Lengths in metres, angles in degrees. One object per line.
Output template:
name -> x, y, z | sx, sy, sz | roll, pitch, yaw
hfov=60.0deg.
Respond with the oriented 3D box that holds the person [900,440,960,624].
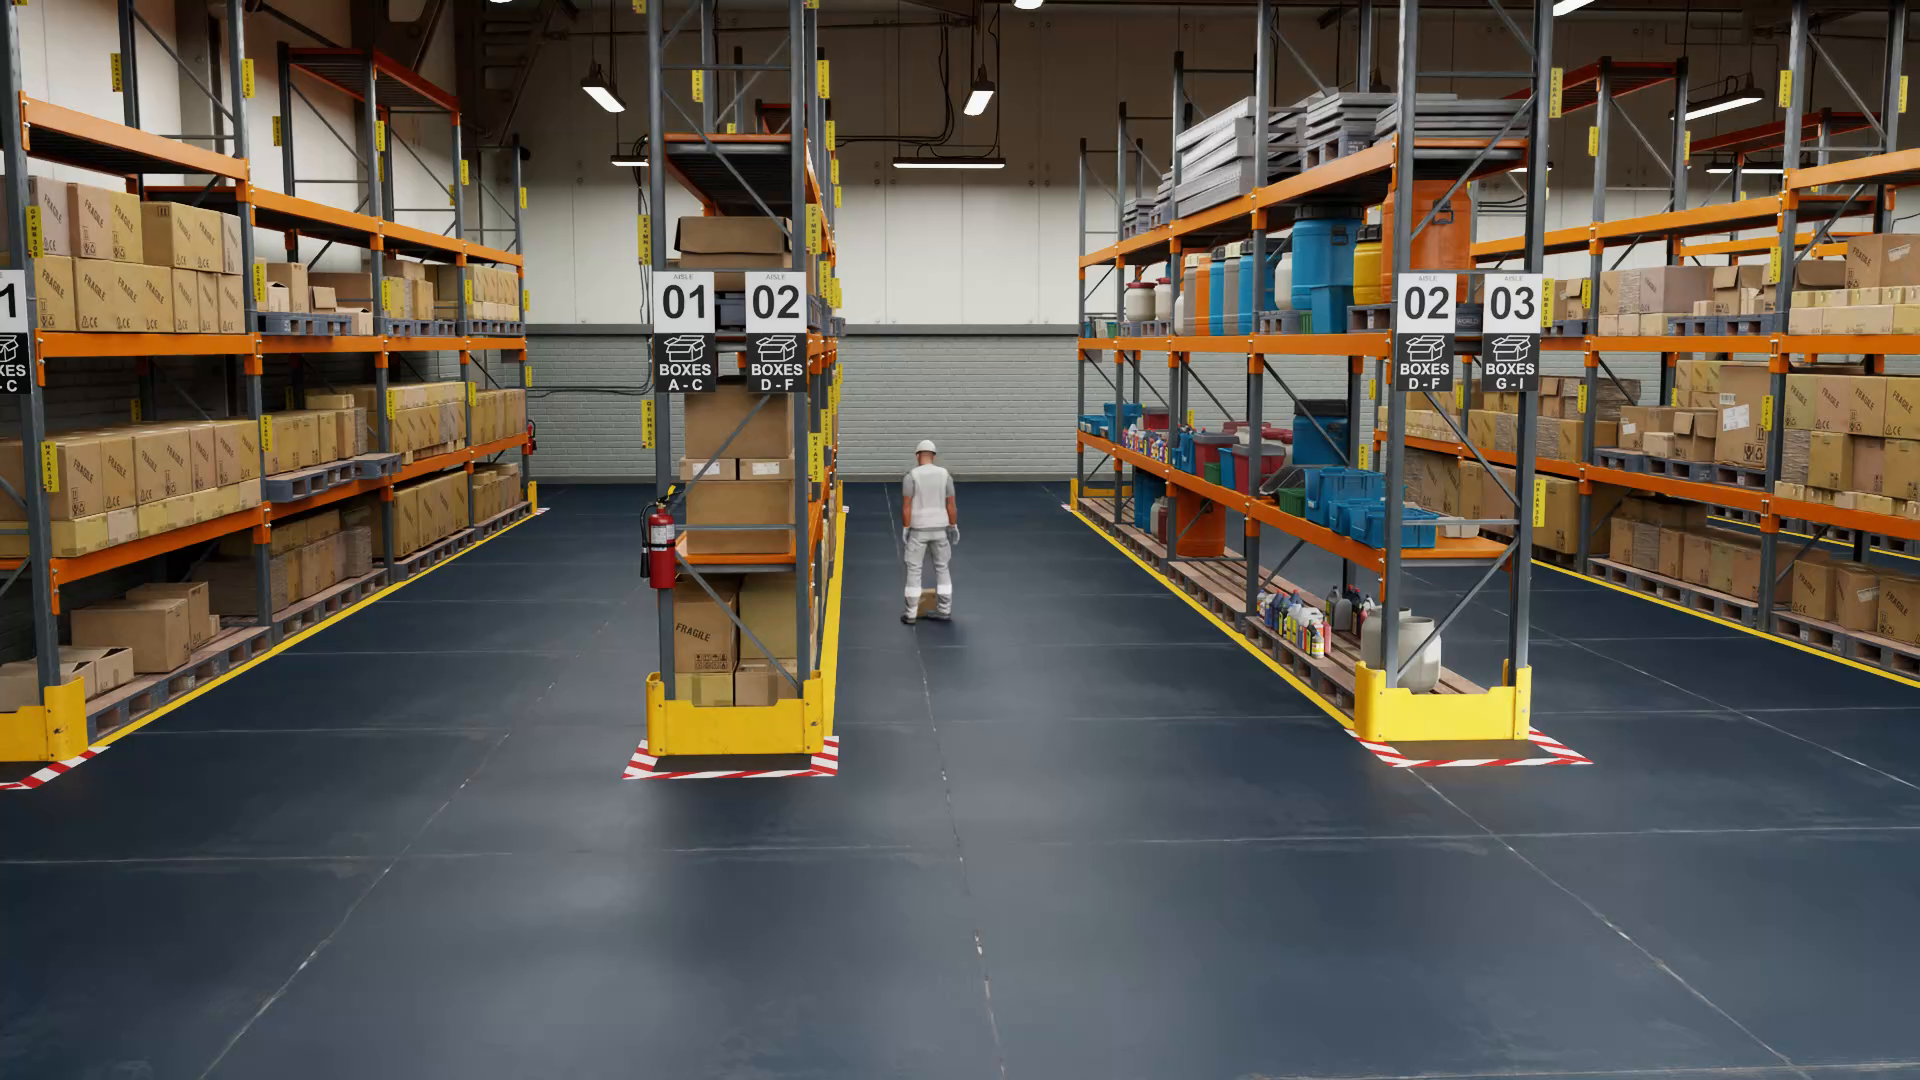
person -> -0.312, -0.090, 16.296 | 0.604, 1.774, 0.436 | -3, 7, -20
